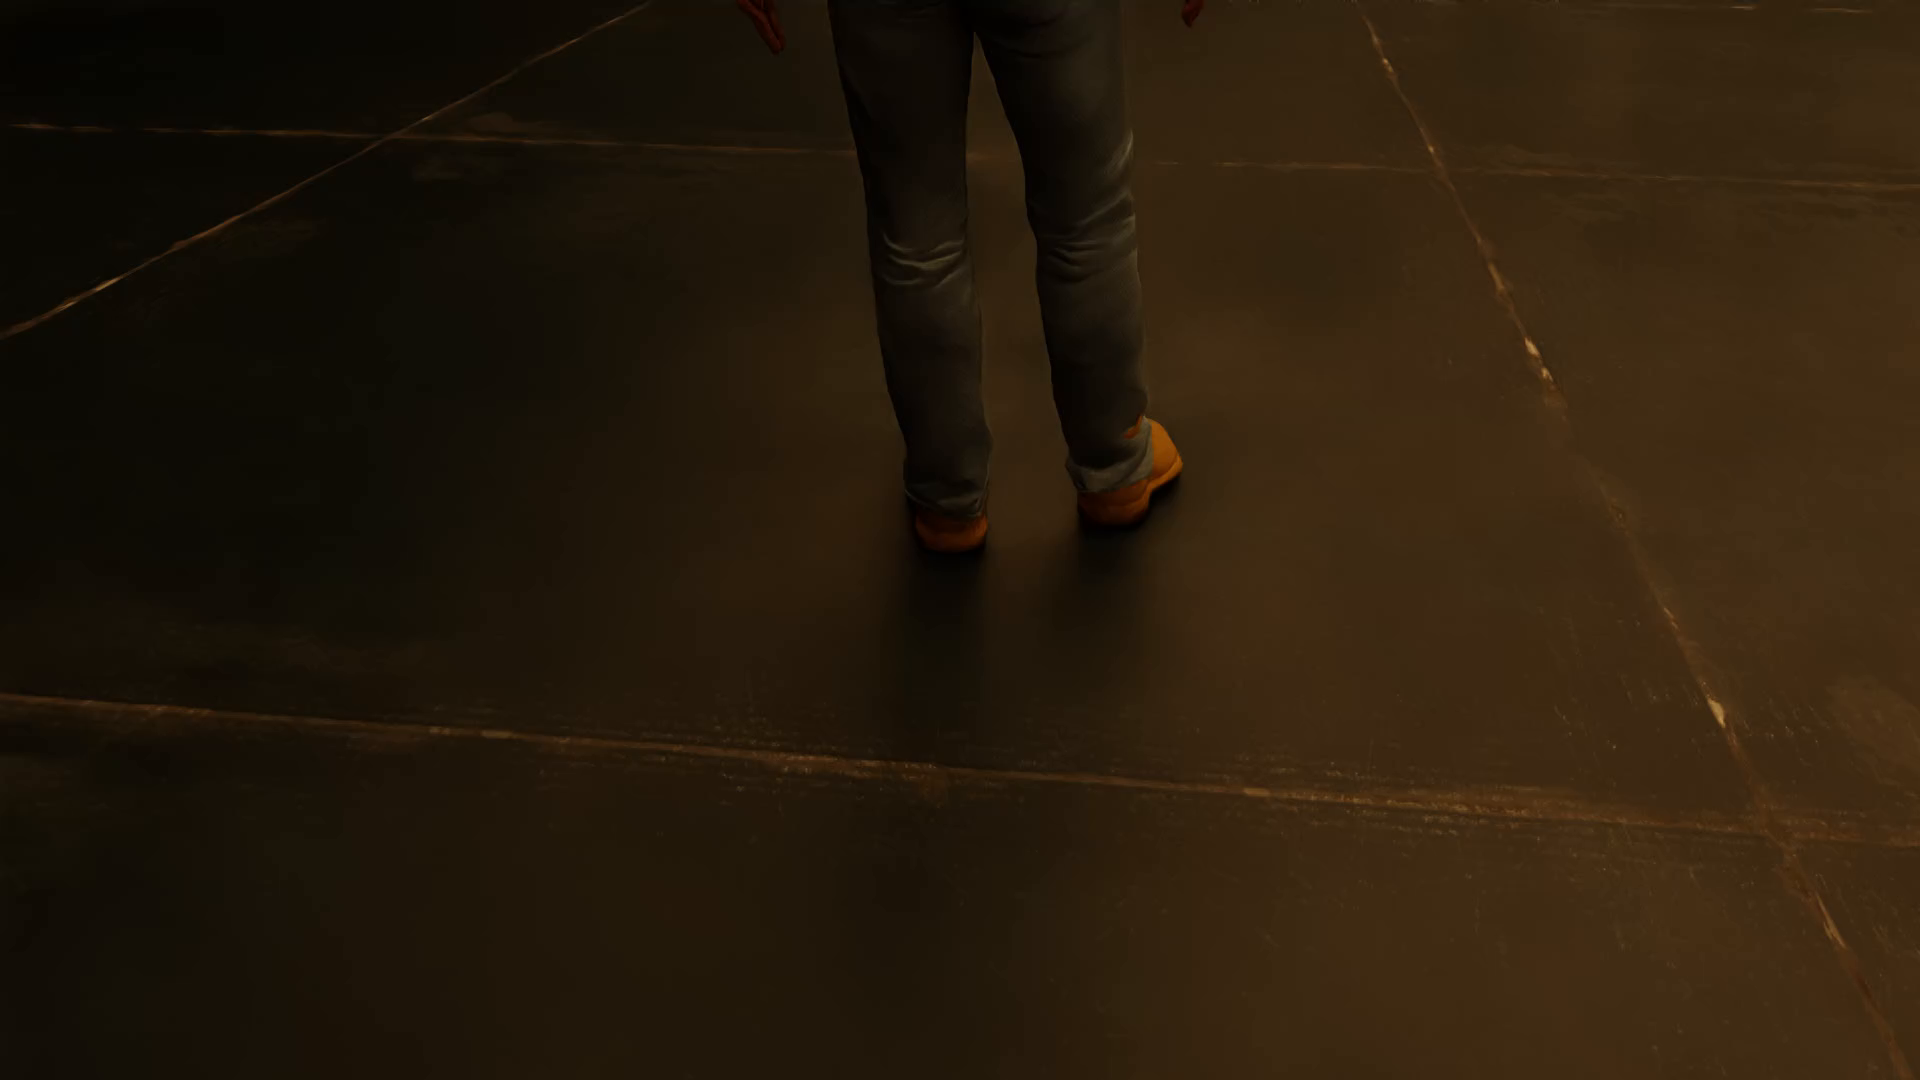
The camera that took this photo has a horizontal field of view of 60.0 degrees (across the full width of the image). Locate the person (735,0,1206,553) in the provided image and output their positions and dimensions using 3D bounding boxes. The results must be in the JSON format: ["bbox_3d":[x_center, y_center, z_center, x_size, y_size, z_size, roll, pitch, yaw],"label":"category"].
[{"bbox_3d":[0.015,-0.827,2.164,0.665,1.766,0.576,3,27,7],"label":"person"}]
